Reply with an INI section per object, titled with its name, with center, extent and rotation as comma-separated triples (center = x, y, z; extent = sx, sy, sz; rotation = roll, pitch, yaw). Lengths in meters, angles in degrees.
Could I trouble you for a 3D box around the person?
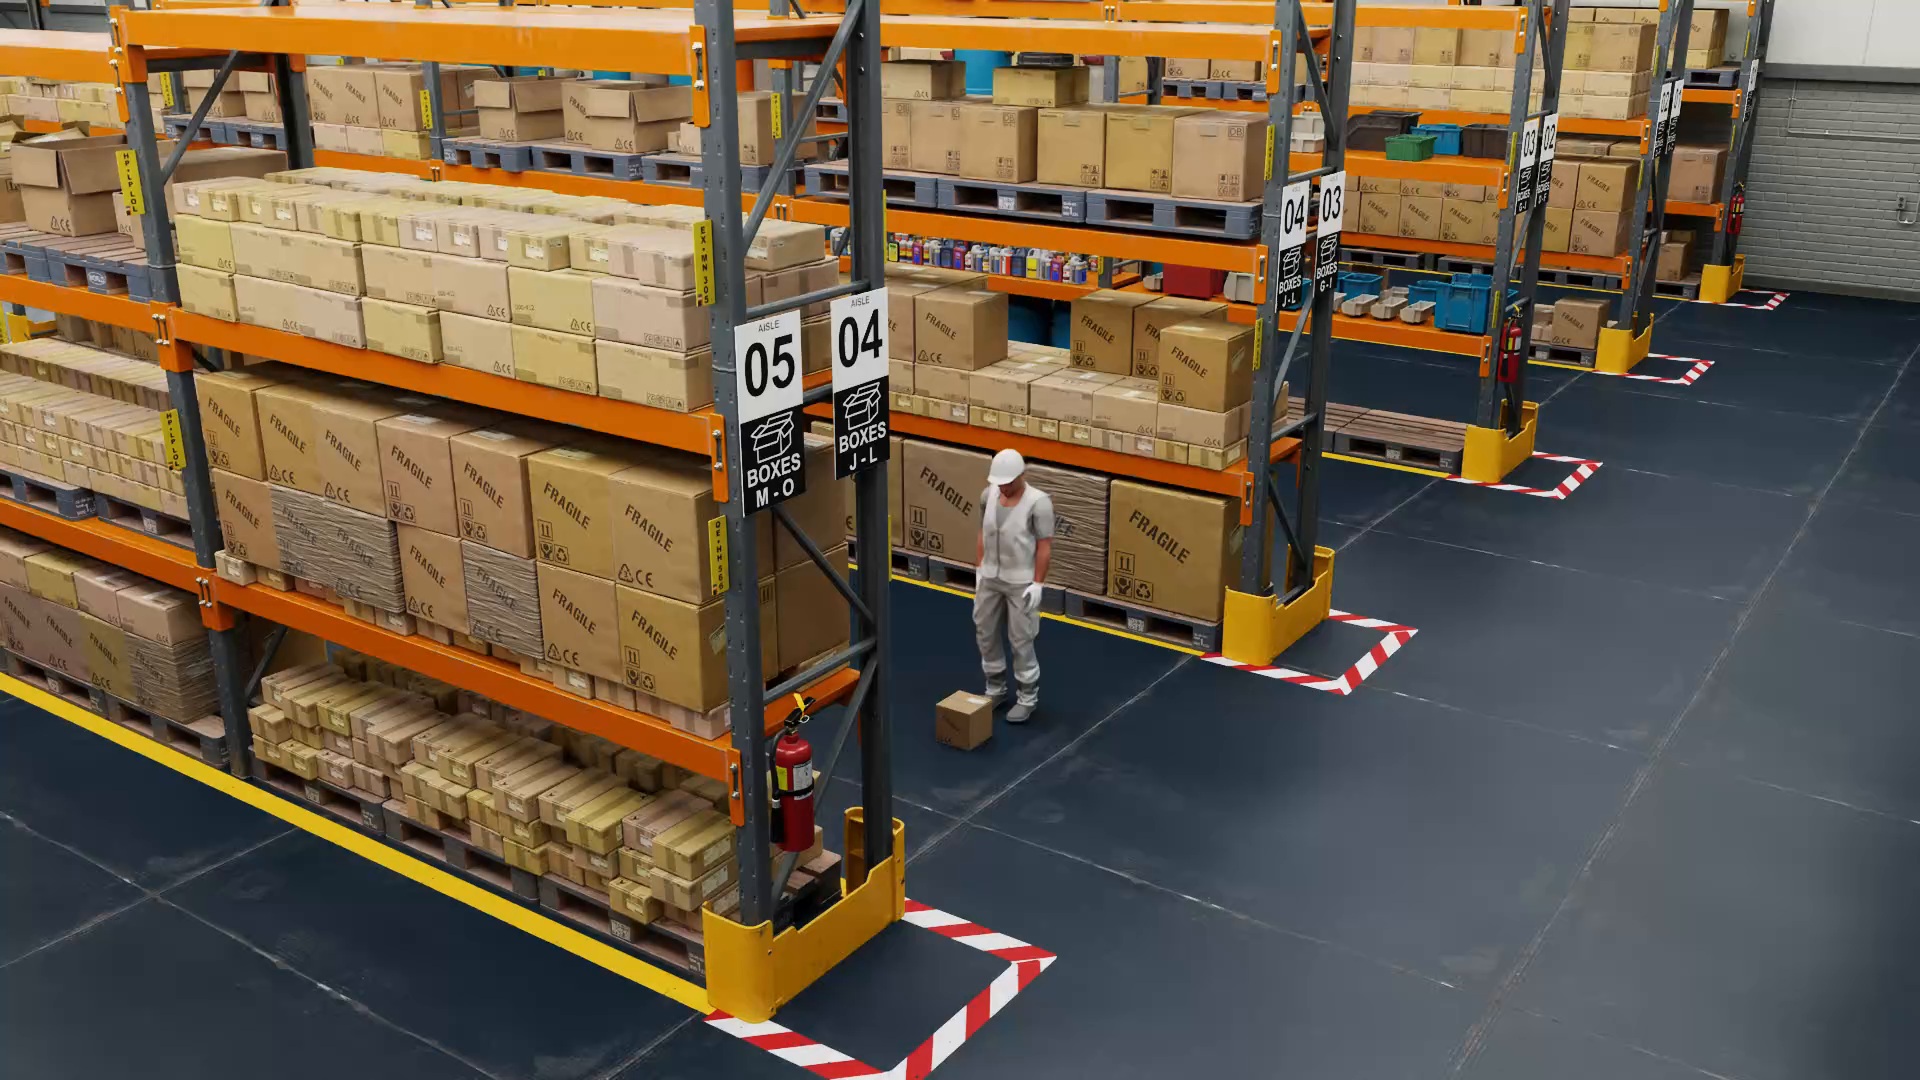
[person]
center = 0.314, 0.271, 10.313
extent = 0.535, 1.762, 0.400
rotation = 13, 24, 33
